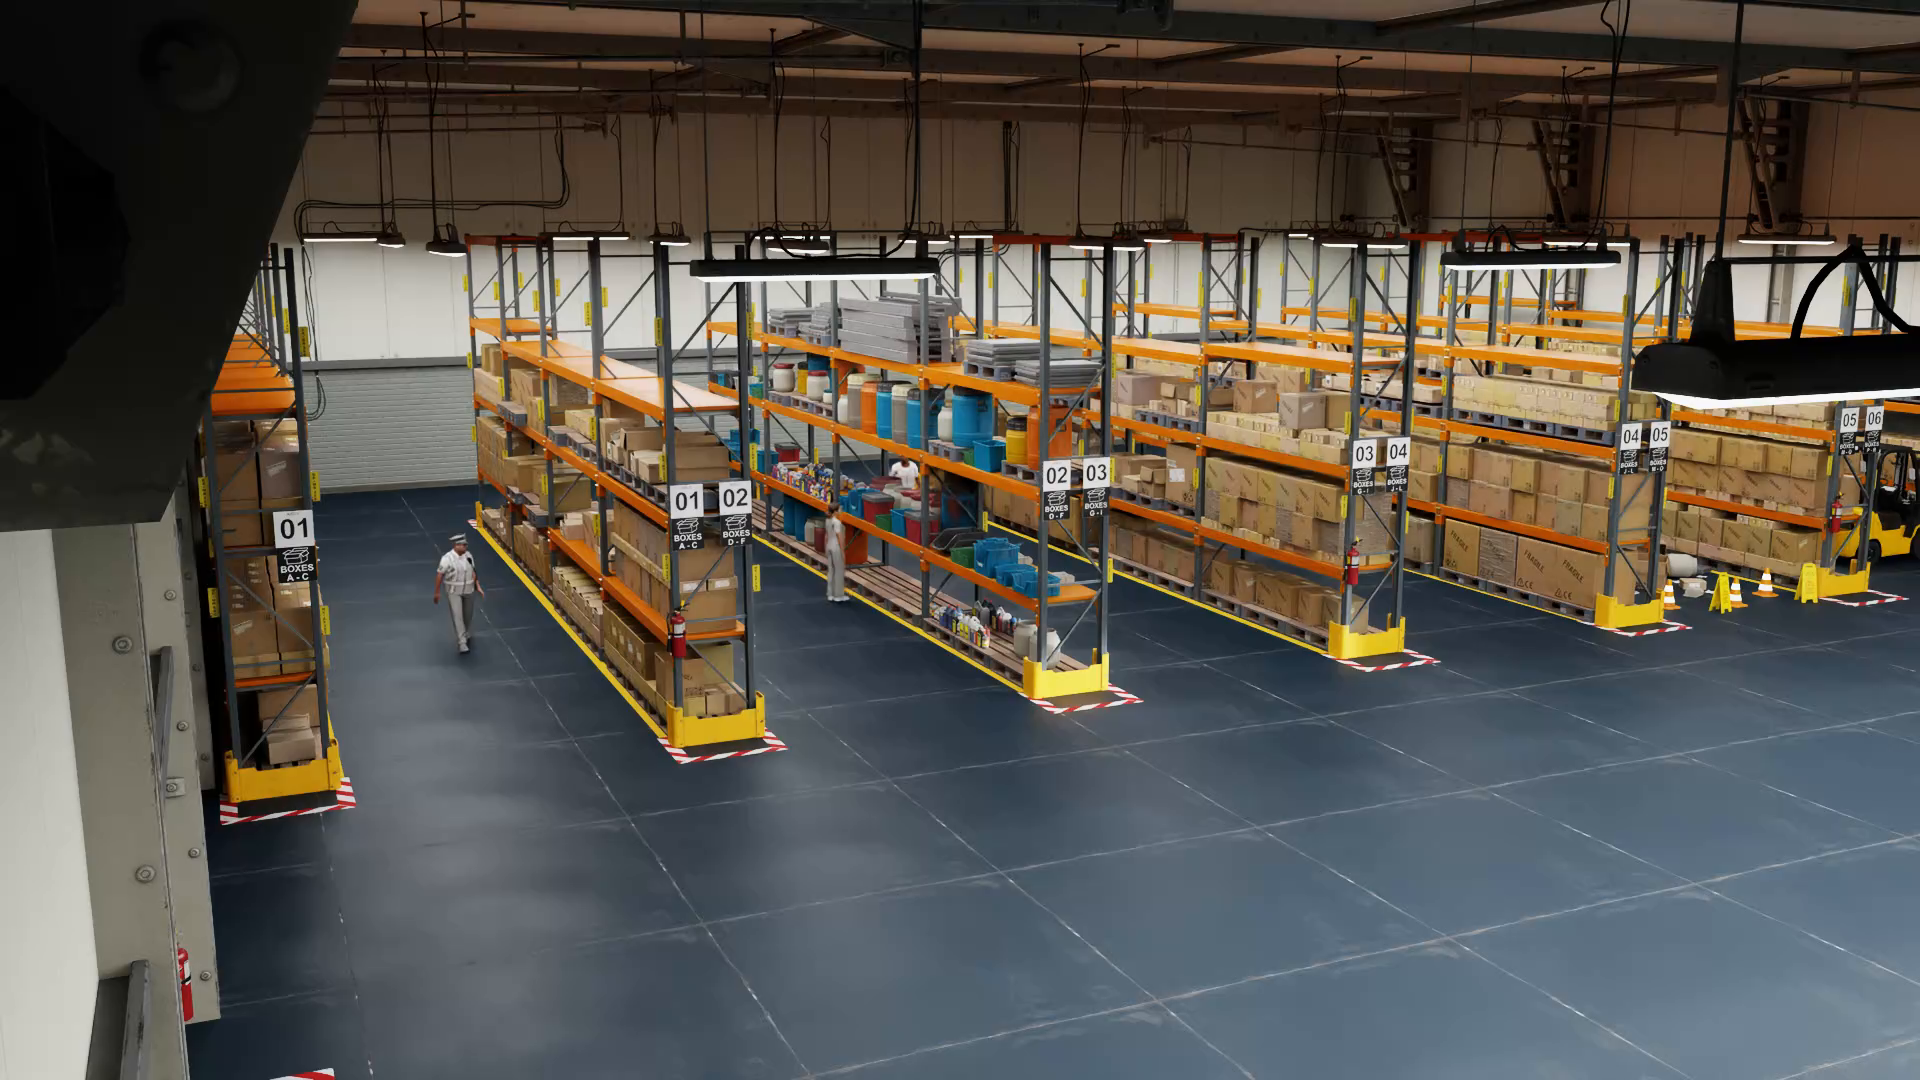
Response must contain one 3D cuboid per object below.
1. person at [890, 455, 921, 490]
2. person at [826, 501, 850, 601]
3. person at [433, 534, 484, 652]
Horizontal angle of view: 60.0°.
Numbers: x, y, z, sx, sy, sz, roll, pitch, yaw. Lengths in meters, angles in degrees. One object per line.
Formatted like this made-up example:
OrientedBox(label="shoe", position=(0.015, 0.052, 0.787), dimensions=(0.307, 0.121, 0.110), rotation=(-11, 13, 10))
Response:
OrientedBox(label="person", position=(-1.104, -0.993, 33.772), dimensions=(0.600, 1.722, 1.080), rotation=(-6, 12, -27))
OrientedBox(label="person", position=(-2.053, 0.183, 27.741), dimensions=(0.365, 1.673, 0.518), rotation=(-7, 13, -32))
OrientedBox(label="person", position=(-7.466, 0.755, 24.744), dimensions=(0.728, 1.713, 1.086), rotation=(-6, 12, -27))
